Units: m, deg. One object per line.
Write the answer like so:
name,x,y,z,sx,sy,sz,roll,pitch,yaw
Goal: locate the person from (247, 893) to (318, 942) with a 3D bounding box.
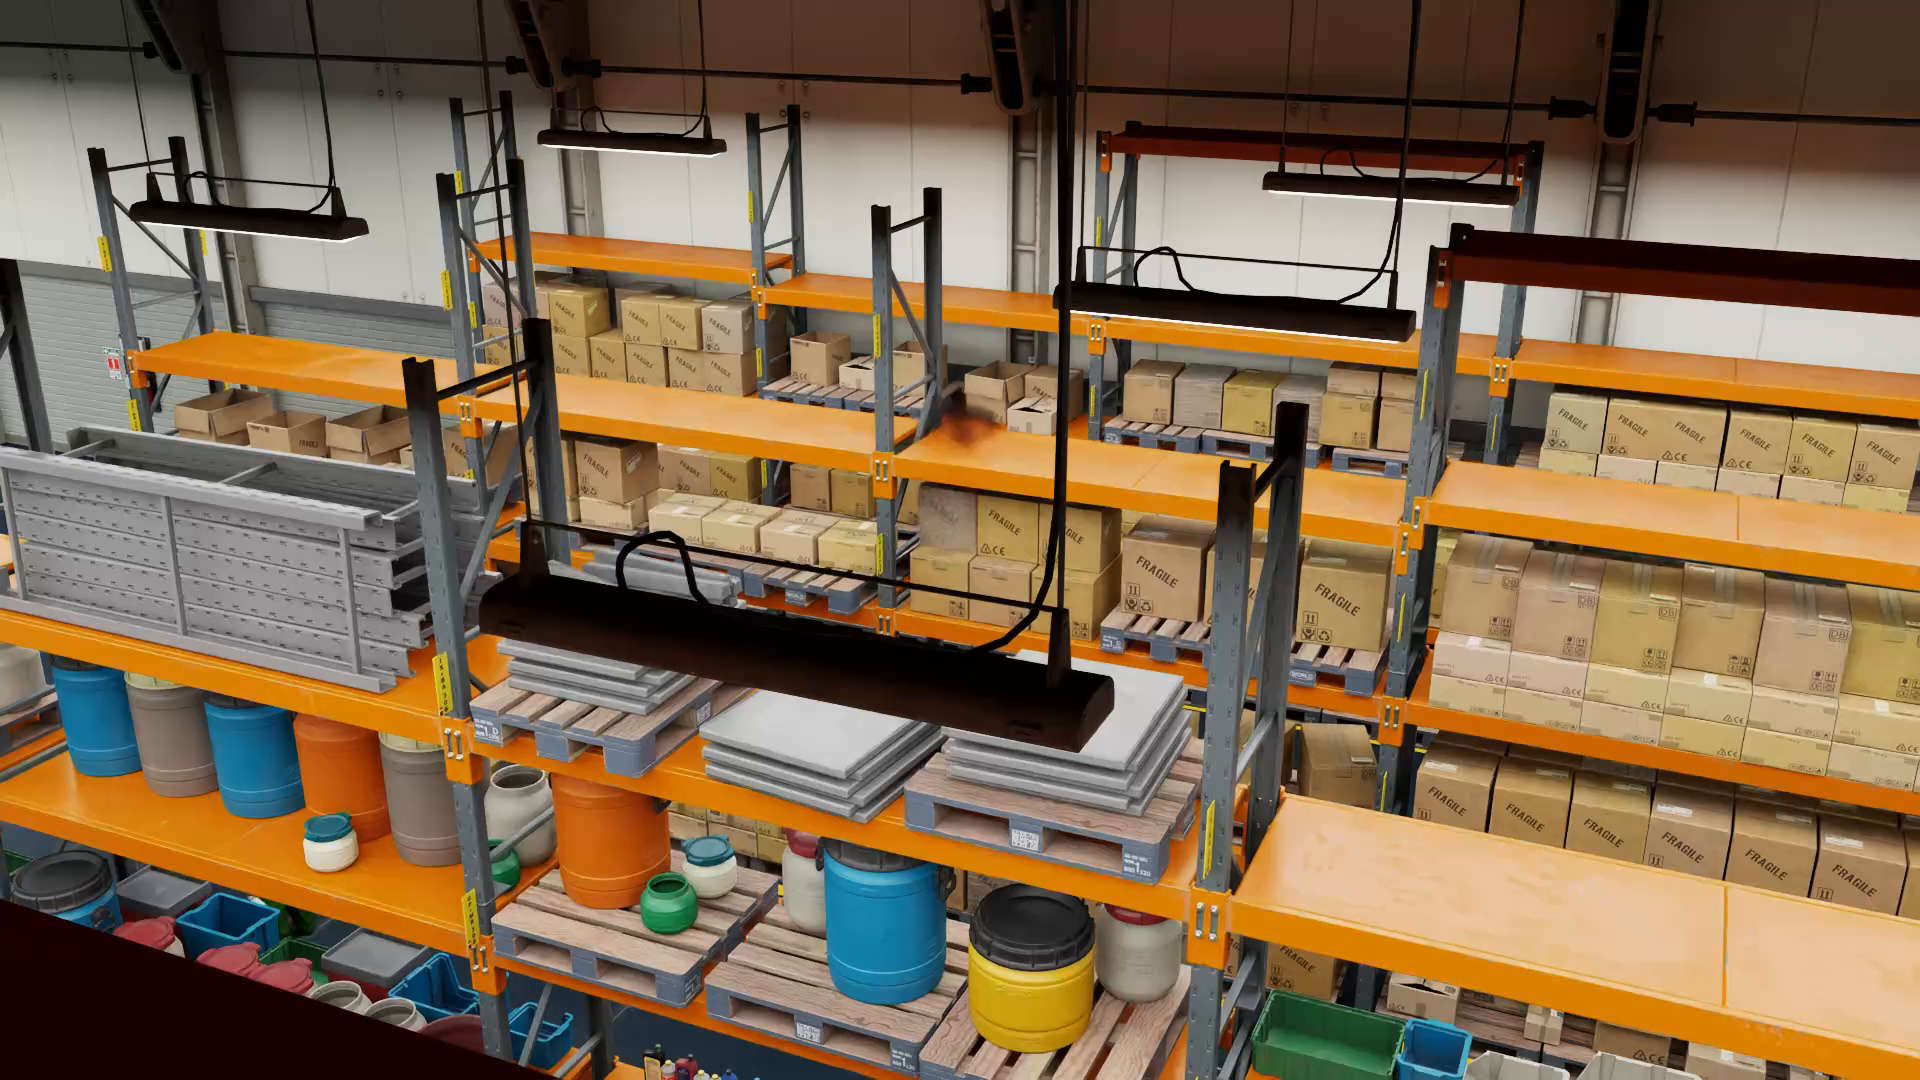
person,-5.327,2.682,13.000,0.559,1.774,0.724,-13,24,-30
